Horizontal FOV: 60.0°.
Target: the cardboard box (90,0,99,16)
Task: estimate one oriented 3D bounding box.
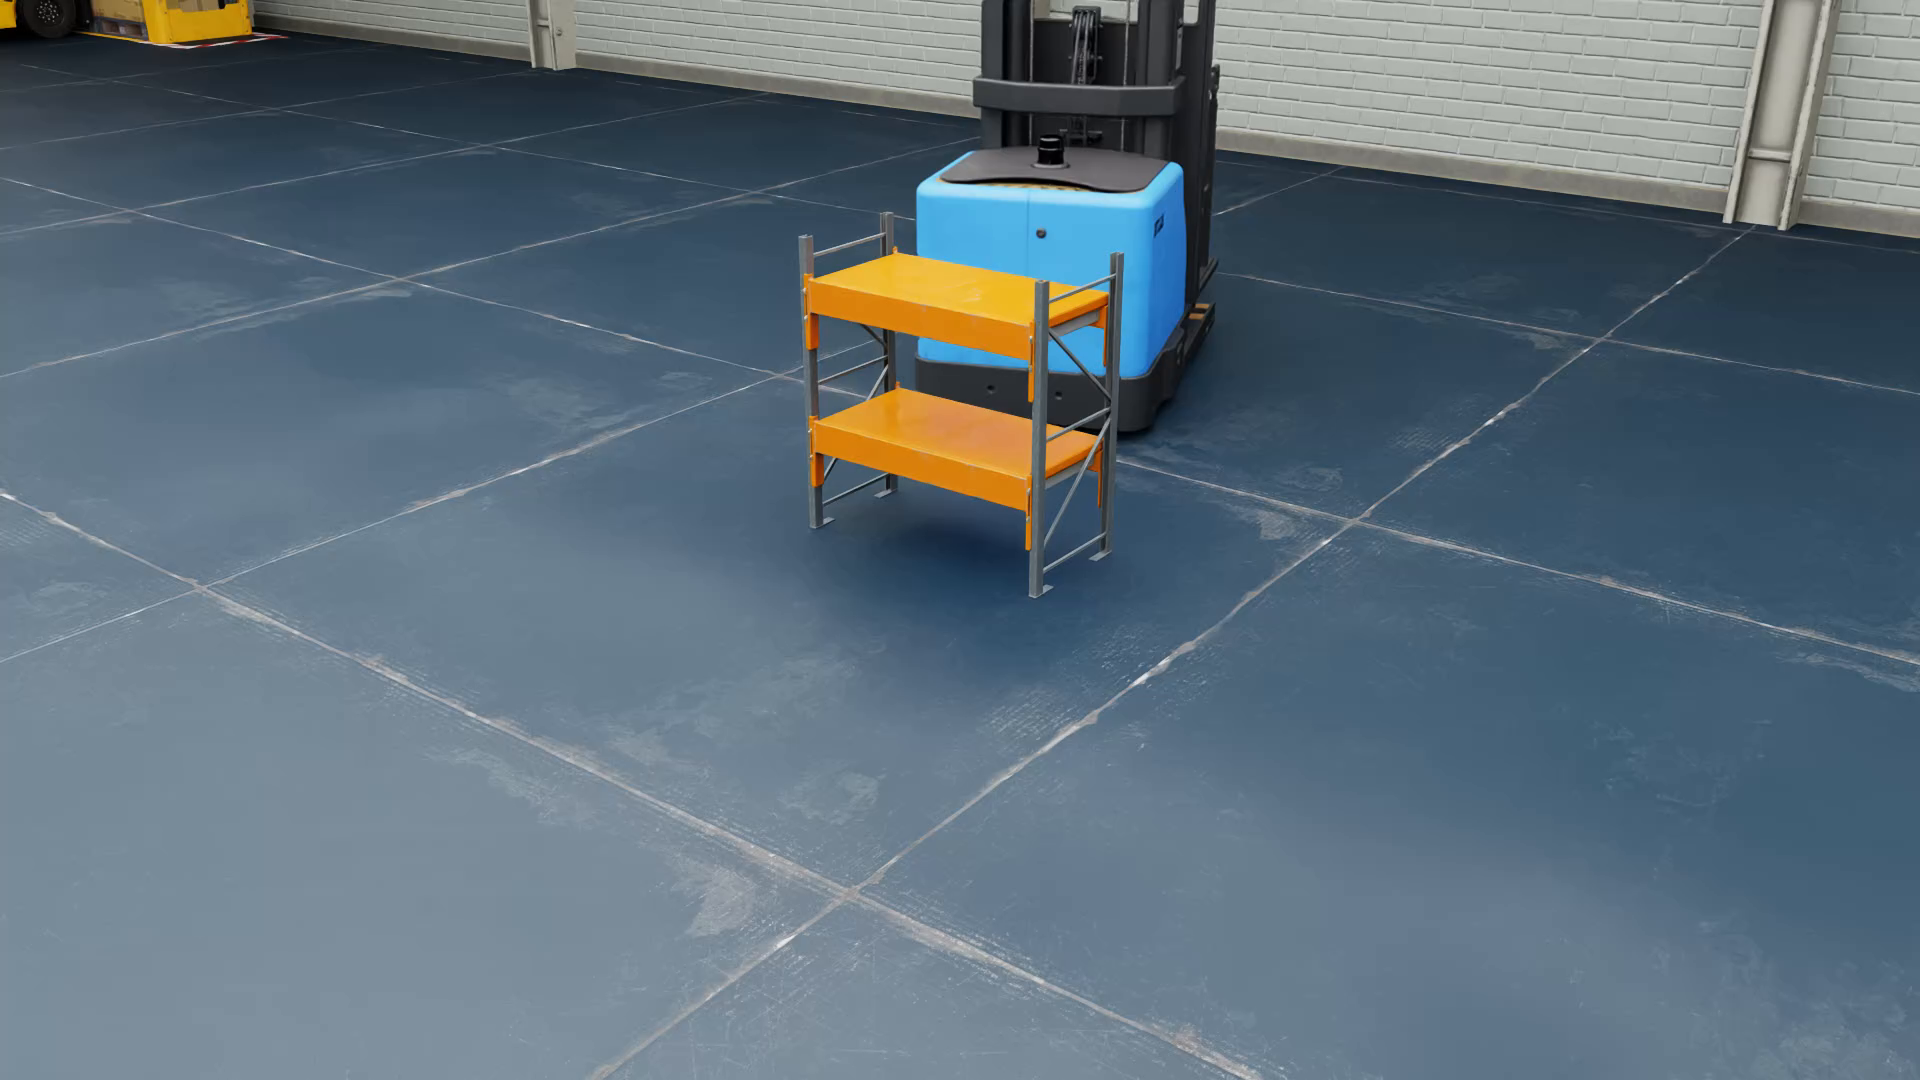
[{"bbox_3d":[-10.428,-6.570,20.331,0.500,0.250,0.500,17,29,34],"label":"cardboard box"}]

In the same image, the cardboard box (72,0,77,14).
[{"bbox_3d":[-10.857,-6.688,20.599,0.500,0.250,0.500,18,29,35],"label":"cardboard box"}]

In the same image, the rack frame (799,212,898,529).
[{"bbox_3d":[-0.412,-0.639,6.306,0.032,1.125,0.500,17,29,33],"label":"rack frame"}]

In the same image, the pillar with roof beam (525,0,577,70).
[{"bbox_3d":[-6.873,-7.742,12.660,0.400,9.000,9.100,17,29,33],"label":"pillar with roof beam"}]

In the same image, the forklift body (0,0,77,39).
[{"bbox_3d":[-11.687,-6.859,19.149,1.214,2.155,2.313,17,29,33],"label":"forklift body"}]

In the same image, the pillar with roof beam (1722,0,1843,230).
[{"bbox_3d":[2.729,-4.840,6.074,0.400,9.000,9.100,17,29,33],"label":"pillar with roof beam"}]

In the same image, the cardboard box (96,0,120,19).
[{"bbox_3d":[-10.034,-6.446,20.049,0.500,0.250,0.500,17,29,33],"label":"cardboard box"}]

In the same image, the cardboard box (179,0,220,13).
[{"bbox_3d":[-9.352,-6.493,20.156,0.500,0.250,0.500,17,29,34],"label":"cardboard box"}]

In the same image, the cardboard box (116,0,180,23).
[{"bbox_3d":[-9.641,-6.323,19.770,0.500,0.250,0.500,17,29,34],"label":"cardboard box"}]

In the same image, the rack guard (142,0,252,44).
[{"bbox_3d":[-9.057,-6.228,19.764,0.348,0.500,1.175,17,29,33],"label":"rack guard"}]

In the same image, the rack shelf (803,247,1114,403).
[{"bbox_3d":[-0.005,-0.784,5.909,1.000,0.278,0.538,17,29,33],"label":"rack shelf"}]

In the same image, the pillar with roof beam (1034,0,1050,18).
[{"bbox_3d":[-2.072,-6.291,9.367,0.400,9.000,9.100,17,29,33],"label":"pillar with roof beam"}]

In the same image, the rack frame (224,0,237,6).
[{"bbox_3d":[-9.076,-7.377,19.273,0.127,3.000,1.000,17,29,33],"label":"rack frame"}]

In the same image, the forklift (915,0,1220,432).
[{"bbox_3d":[0.705,-2.374,8.002,1.130,2.935,3.031,7,25,15],"label":"forklift"}]

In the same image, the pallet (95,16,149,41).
[{"bbox_3d":[-9.713,-6.273,20.225,1.213,0.211,1.003,17,29,33],"label":"pallet"}]

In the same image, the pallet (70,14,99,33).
[{"bbox_3d":[-10.685,-6.568,20.895,1.213,0.211,1.003,17,29,33],"label":"pallet"}]

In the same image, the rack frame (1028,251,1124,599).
[{"bbox_3d":[0.401,-0.393,5.748,0.032,1.125,0.500,17,29,33],"label":"rack frame"}]

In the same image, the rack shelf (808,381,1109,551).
[{"bbox_3d":[-0.005,-0.293,6.125,1.000,0.278,0.538,17,29,33],"label":"rack shelf"}]

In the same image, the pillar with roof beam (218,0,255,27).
[{"bbox_3d":[-11.674,-9.193,15.953,0.400,9.000,9.100,17,29,33],"label":"pillar with roof beam"}]

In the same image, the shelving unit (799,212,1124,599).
[{"bbox_3d":[-0.005,-0.516,6.027,1.048,1.125,0.538,17,29,33],"label":"shelving unit"}]
